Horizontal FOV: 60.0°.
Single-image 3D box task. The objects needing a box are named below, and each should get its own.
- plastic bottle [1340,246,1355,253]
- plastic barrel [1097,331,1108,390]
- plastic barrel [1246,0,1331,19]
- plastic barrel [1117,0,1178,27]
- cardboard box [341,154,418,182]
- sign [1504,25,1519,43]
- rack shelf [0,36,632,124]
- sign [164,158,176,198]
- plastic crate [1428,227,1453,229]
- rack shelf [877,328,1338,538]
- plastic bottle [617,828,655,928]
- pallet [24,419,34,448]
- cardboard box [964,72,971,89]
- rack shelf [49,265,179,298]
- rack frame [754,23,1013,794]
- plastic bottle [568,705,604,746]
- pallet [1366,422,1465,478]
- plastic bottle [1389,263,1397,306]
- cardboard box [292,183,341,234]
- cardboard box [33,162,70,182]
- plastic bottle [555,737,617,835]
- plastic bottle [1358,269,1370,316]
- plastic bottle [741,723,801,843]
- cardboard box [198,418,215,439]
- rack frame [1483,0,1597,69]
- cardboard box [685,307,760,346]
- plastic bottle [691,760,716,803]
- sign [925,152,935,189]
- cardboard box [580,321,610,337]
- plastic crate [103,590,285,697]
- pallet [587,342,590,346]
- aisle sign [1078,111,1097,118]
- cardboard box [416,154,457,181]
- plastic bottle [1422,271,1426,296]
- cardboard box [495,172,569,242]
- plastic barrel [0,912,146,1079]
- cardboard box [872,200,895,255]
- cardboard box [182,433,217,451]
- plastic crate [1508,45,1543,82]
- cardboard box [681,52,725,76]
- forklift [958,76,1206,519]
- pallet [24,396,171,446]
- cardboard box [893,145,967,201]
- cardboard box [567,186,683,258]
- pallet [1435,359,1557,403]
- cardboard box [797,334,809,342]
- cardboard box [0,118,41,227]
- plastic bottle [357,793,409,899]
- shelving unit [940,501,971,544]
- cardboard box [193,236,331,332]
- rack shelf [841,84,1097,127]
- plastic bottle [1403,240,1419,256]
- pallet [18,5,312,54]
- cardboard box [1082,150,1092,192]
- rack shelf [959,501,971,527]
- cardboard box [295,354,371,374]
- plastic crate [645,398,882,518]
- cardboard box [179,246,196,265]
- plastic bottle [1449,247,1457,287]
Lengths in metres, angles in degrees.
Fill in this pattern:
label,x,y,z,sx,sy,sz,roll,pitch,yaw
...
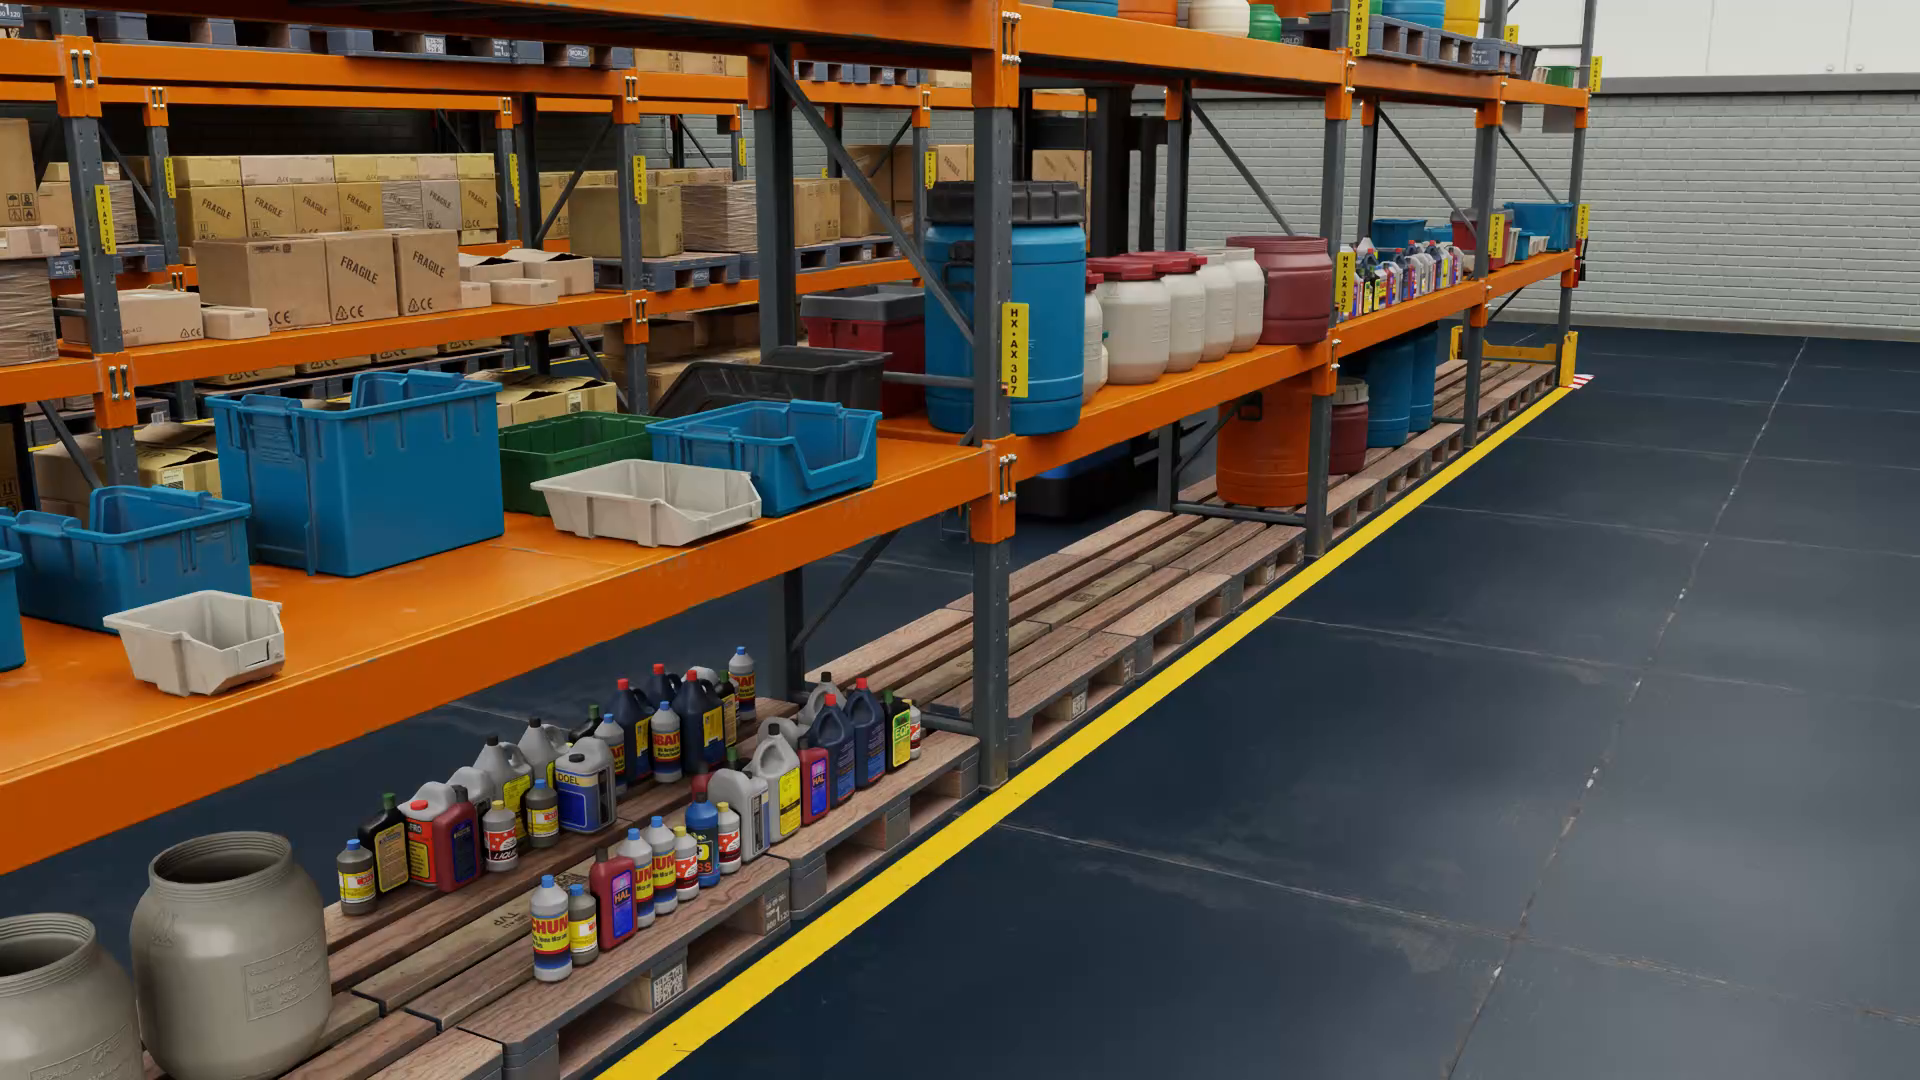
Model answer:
label,x,y,z,sx,sy,sz,roll,pitch,yaw
plastic bottle,2.848,-2.045,12.379,0.152,0.276,0.135,7,15,28
plastic barrel,0.489,-0.777,7.153,0.301,0.262,0.301,0,14,0
plastic barrel,1.926,-3.398,9.517,0.600,0.830,0.708,7,15,28
plastic barrel,0.745,-2.800,7.931,0.600,0.830,0.708,7,15,28
cardboard box,-5.594,-3.588,16.027,0.500,0.250,0.500,8,16,29
sign,4.063,-3.632,12.278,0.100,0.325,0.005,7,15,28
rack shelf,-3.653,-2.671,9.848,1.077,0.370,4.000,7,15,28
sign,-6.544,-2.998,13.769,0.100,0.325,0.005,7,15,28
plastic crate,4.472,-2.717,15.131,0.416,0.233,0.300,7,15,28
rack shelf,0.682,-0.651,7.869,1.077,0.370,4.000,7,15,28
plastic bottle,-0.904,0.936,4.635,0.097,0.271,0.097,0,14,0
pallet,-7.994,-0.768,12.771,1.003,0.211,1.213,7,15,28
cardboard box,-0.055,-4.353,15.609,0.500,0.250,0.500,7,15,28
rack shelf,-7.991,-1.774,12.525,1.077,0.370,4.000,7,15,28
rack frame,-0.285,-0.590,6.083,1.000,3.000,0.127,7,15,28
plastic bottle,-1.246,0.703,5.576,0.061,0.283,0.133,8,16,31
pallet,3.173,-0.723,12.580,1.003,0.211,1.213,7,15,28
plastic bottle,2.779,-1.658,10.787,0.097,0.271,0.097,0,14,0
cardboard box,-6.063,-3.015,15.250,0.500,0.500,0.500,7,15,28
cardboard box,-7.307,-2.970,13.415,0.380,0.149,0.250,5,14,19
plastic bottle,-1.194,0.776,5.288,0.152,0.276,0.135,7,15,28
plastic bottle,2.469,-1.524,10.203,0.061,0.283,0.133,7,15,28
plastic bottle,-0.593,0.754,5.220,0.144,0.351,0.185,7,15,28
cardboard box,-4.185,-0.618,9.970,0.500,0.311,0.500,7,15,28
rack frame,5.516,-5.969,15.592,1.000,3.000,0.127,7,15,28
cardboard box,-1.925,-1.777,13.800,0.500,0.250,0.500,7,15,27
plastic bottle,-0.769,0.808,5.141,0.061,0.283,0.133,7,15,28
sign,-0.265,-3.294,14.828,0.100,0.325,0.005,7,15,28
cardboard box,-4.393,-2.588,18.804,0.700,0.500,0.500,7,15,27
plastic crate,-1.505,0.211,3.320,0.298,0.136,0.250,7,15,28
pallet,-4.065,-2.397,19.526,1.003,0.211,1.213,7,15,28
aisle sign,1.483,-4.857,18.235,0.394,0.787,0.004,7,15,28
cardboard box,-5.348,-3.693,16.461,0.500,0.250,0.500,8,16,29
plastic bottle,3.157,-1.785,11.460,0.097,0.201,0.097,0,14,0
cardboard box,-4.814,-3.609,17.965,0.980,0.700,0.700,8,16,29
plastic barrel,-1.968,1.092,3.517,0.421,0.512,0.421,0,14,0
cardboard box,-0.735,-2.974,15.756,0.500,0.500,0.500,8,16,29
cardboard box,-3.955,-0.451,9.279,0.500,0.311,0.500,7,15,27
plastic crate,4.423,-3.850,13.483,0.497,0.269,0.590,7,15,28
cardboard box,-2.258,-3.678,12.275,0.910,0.500,0.500,7,15,28
forklift,0.904,-1.860,11.494,1.130,2.935,3.031,7,15,27
pallet,-7.403,-1.018,13.805,1.003,0.211,1.213,7,15,28
cardboard box,-0.278,-3.393,15.362,0.500,0.500,0.500,8,16,29
cardboard box,-2.480,-2.368,12.346,0.700,0.500,0.500,2,14,9
pallet,5.083,-1.532,15.938,1.003,0.211,1.213,7,15,28
cardboard box,-1.229,-1.455,14.065,0.500,0.500,0.500,8,16,29
cardboard box,-4.828,-1.740,7.869,0.700,0.500,0.500,7,15,28
plastic bottle,-1.674,0.884,4.822,0.061,0.283,0.133,8,16,29
shelving unit,0.026,-0.521,9.956,0.215,1.050,0.252,7,15,28
cardboard box,-3.979,-1.465,9.496,0.500,0.500,0.500,9,16,32
rack shelf,0.215,-4.313,16.656,1.077,0.370,4.000,7,15,28
plastic bottle,3.209,-1.961,11.871,0.144,0.351,0.185,7,15,28
pallet,-4.204,-2.700,8.841,0.805,0.209,1.217,7,15,26
cardboard box,1.207,-4.027,17.989,0.500,0.500,0.500,7,15,28
rack shelf,0.026,-0.241,10.024,0.215,0.259,0.240,7,15,28
cardboard box,-6.125,-2.008,15.652,0.750,0.750,0.750,7,15,28
plastic crate,-0.583,-0.260,5.031,0.499,0.251,0.616,7,15,28
cardboard box,-6.662,-2.462,14.341,0.380,0.149,0.250,7,15,27
plastic bottle,3.603,-2.005,12.199,0.061,0.283,0.133,7,15,28
